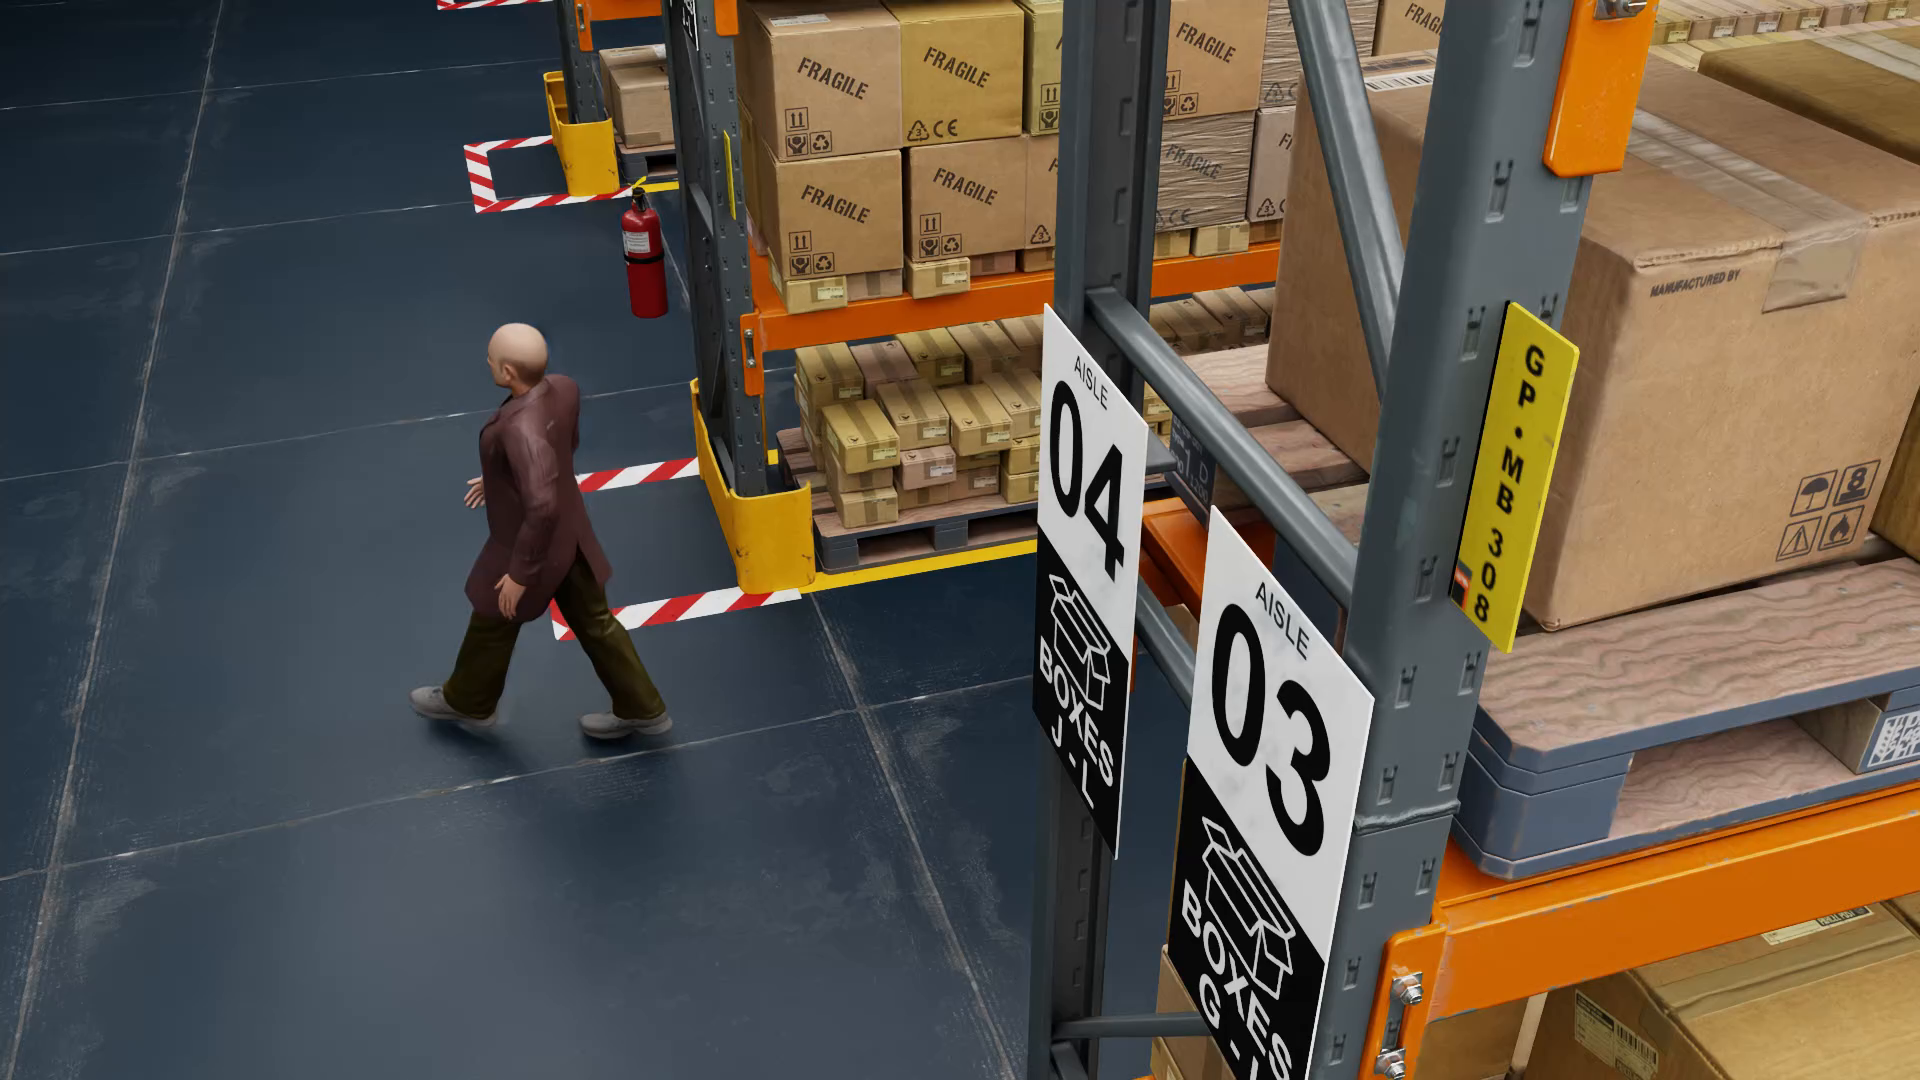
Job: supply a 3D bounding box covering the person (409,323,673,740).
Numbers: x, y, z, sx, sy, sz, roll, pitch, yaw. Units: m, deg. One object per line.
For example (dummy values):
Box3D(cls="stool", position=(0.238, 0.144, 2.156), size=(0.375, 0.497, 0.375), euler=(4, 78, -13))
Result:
Box3D(cls="person", position=(-1.650, -0.008, 6.159), size=(1.064, 1.744, 0.707), euler=(9, 35, 14))
